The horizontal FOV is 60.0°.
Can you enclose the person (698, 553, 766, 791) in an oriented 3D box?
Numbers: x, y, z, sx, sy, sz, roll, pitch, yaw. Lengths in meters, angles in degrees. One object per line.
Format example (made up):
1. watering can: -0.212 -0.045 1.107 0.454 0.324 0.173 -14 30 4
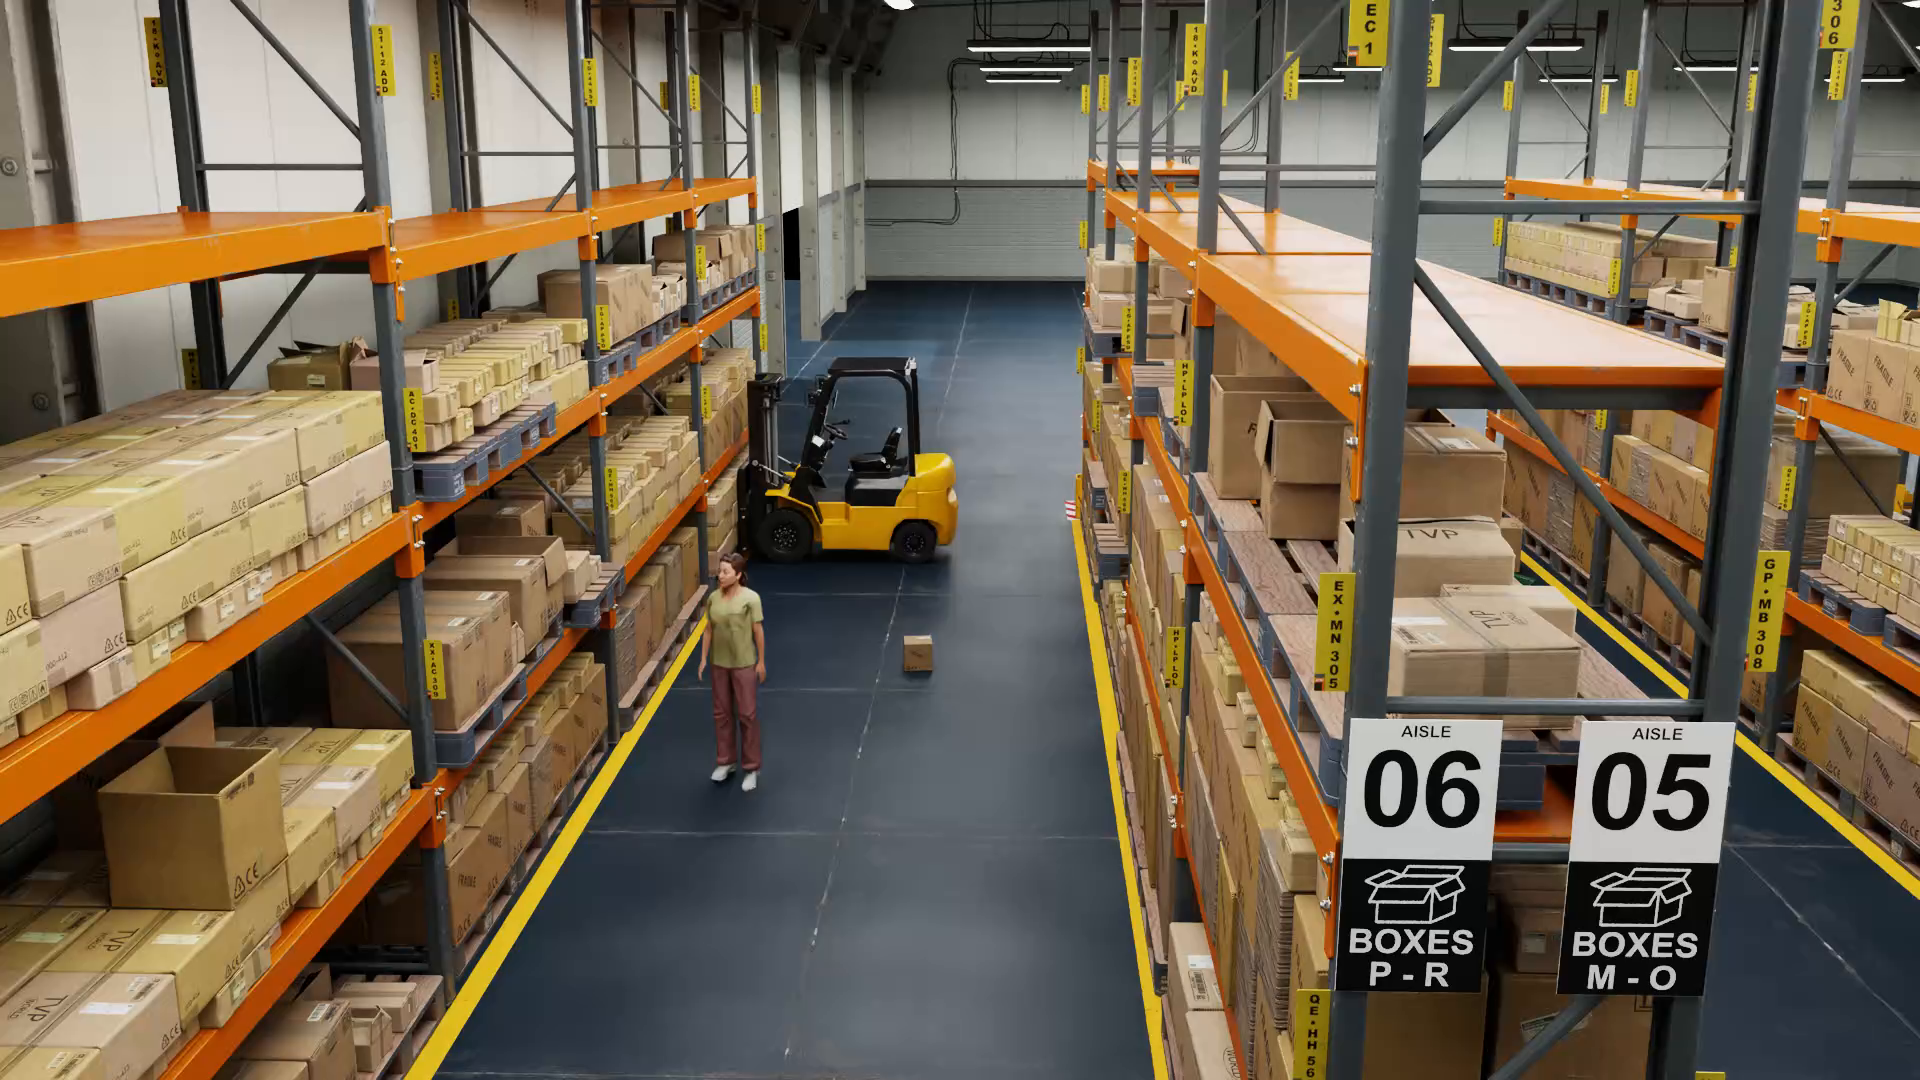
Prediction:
1. person: -1.675 0.944 12.187 0.480 1.714 0.451 5 15 20
